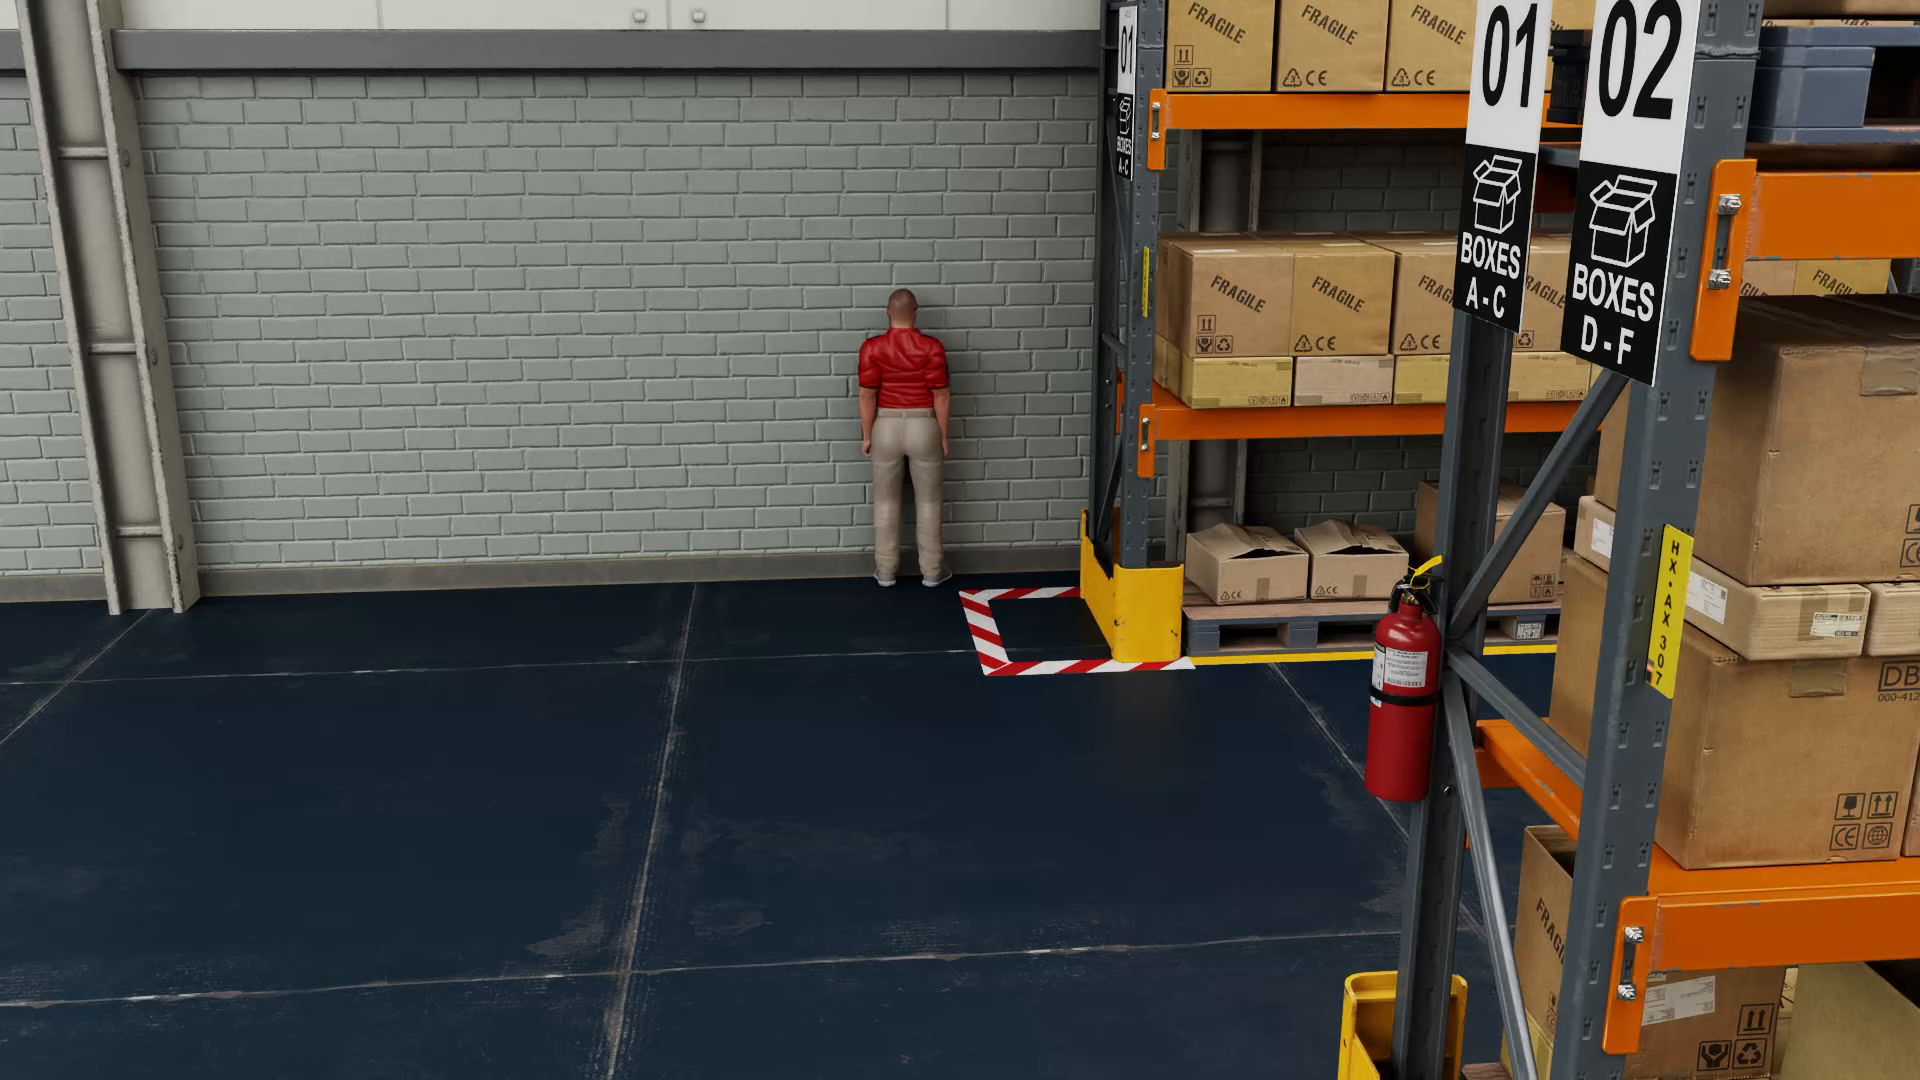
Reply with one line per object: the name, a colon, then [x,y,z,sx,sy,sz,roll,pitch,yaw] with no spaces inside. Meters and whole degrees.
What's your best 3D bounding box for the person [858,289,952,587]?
person: [-0.308,-0.582,9.525,0.519,1.728,0.379,1,17,3]
